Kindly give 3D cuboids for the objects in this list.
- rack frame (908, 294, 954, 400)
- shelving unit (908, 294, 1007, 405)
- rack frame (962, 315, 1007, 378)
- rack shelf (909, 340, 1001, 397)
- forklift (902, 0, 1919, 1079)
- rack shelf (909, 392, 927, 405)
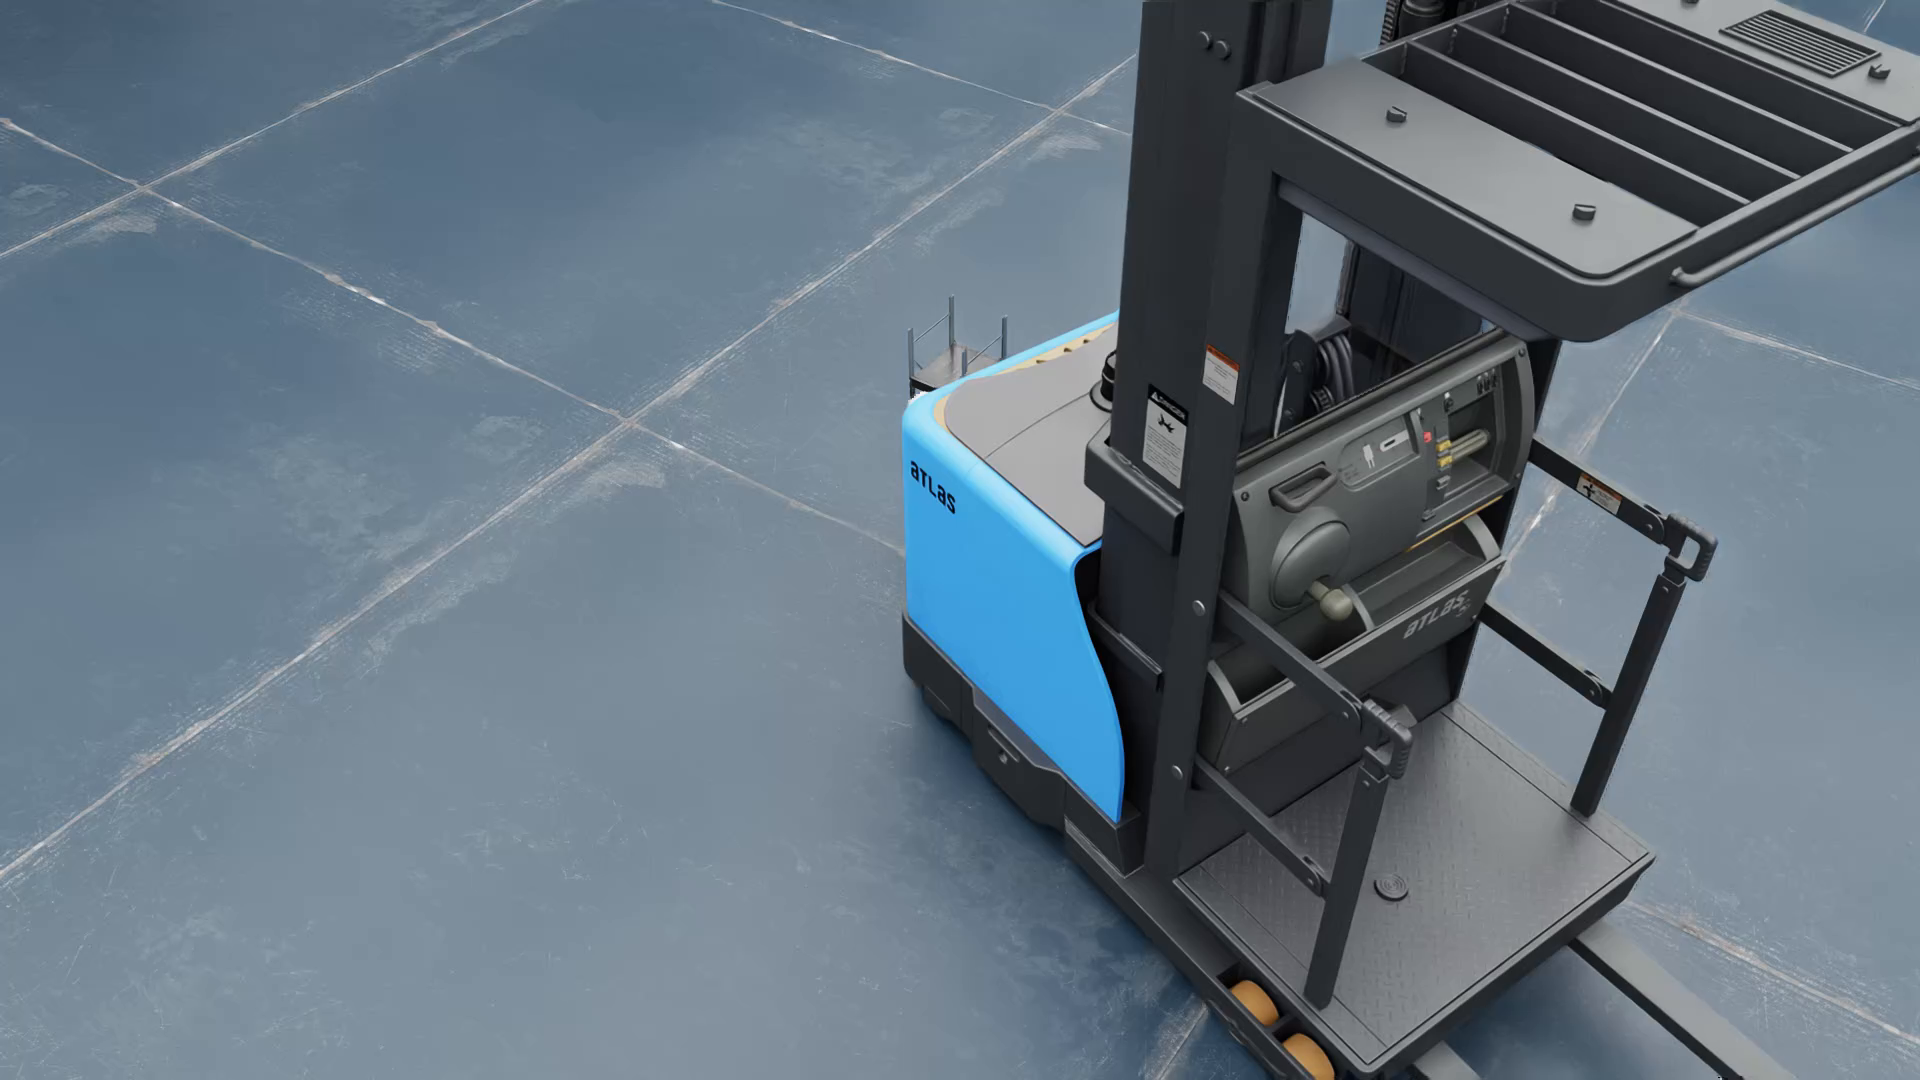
[{"bbox_3d":[-0.090,-0.377,5.497,0.006,0.900,0.240,25,48,25],"label":"rack frame"},{"bbox_3d":[-0.007,-0.338,5.453,0.210,0.900,0.258,25,48,25],"label":"shelving unit"},{"bbox_3d":[0.077,-0.300,5.410,0.006,0.900,0.240,25,48,25],"label":"rack frame"},{"bbox_3d":[-0.007,-0.515,5.296,0.200,0.077,0.258,25,48,25],"label":"rack shelf"},{"bbox_3d":[1.096,-0.059,3.618,1.130,2.935,3.031,-26,48,-26],"label":"forklift"},{"bbox_3d":[-0.007,-0.448,5.356,0.200,0.077,0.258,25,48,25],"label":"rack shelf"}]
